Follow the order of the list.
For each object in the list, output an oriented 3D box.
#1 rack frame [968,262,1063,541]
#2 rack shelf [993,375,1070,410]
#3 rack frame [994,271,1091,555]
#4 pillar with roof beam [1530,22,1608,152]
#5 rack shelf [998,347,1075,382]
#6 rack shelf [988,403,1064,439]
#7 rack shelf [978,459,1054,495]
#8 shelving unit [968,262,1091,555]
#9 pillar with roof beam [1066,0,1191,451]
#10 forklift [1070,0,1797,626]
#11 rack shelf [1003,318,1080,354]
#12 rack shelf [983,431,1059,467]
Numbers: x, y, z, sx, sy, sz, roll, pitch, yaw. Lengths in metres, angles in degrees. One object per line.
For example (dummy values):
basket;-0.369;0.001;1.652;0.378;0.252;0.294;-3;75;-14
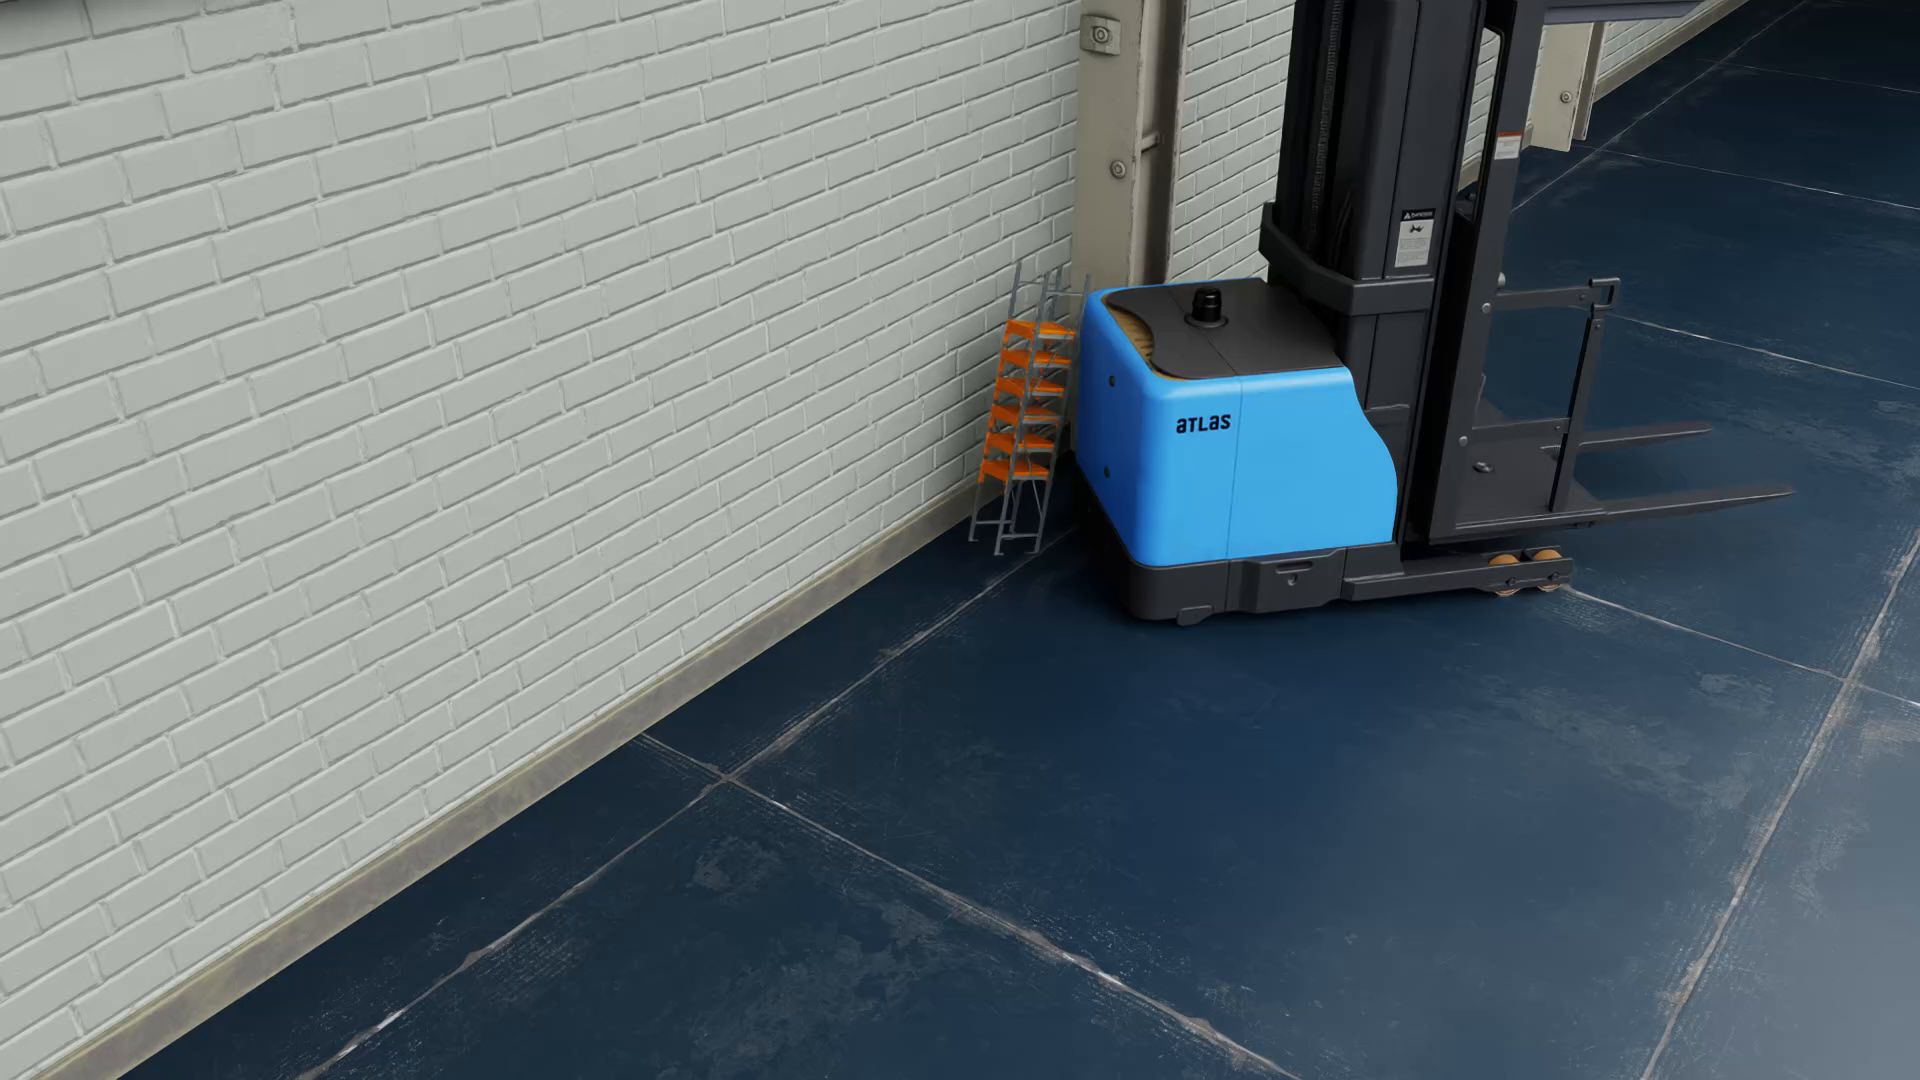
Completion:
rack frame;0.230;-0.567;7.004;0.240;1.200;0.006;-2;20;-38
rack shelf;0.297;-0.610;6.916;0.258;0.103;0.180;-2;20;-38
rack frame;0.338;-0.509;6.868;0.240;1.200;0.006;-2;20;-38
pillar with roof beam;7.795;-5.466;7.647;9.100;9.000;0.400;21;37;31
rack shelf;0.317;-0.724;6.883;0.258;0.103;0.180;-2;20;-38
rack shelf;0.277;-0.496;6.948;0.258;0.103;0.180;-2;20;-38
rack shelf;0.236;-0.269;7.013;0.258;0.103;0.180;-2;20;-38
shelving unit;0.284;-0.538;6.936;0.258;1.200;0.189;-2;20;-38
pillar with roof beam;4.173;-3.028;3.532;9.100;9.000;0.400;21;37;31
forklift;2.060;-1.290;6.551;3.031;2.935;1.130;-6;31;-10
rack shelf;0.337;-0.837;6.851;0.258;0.103;0.180;-2;20;-38
rack shelf;0.257;-0.382;6.981;0.258;0.103;0.180;-2;20;-38
